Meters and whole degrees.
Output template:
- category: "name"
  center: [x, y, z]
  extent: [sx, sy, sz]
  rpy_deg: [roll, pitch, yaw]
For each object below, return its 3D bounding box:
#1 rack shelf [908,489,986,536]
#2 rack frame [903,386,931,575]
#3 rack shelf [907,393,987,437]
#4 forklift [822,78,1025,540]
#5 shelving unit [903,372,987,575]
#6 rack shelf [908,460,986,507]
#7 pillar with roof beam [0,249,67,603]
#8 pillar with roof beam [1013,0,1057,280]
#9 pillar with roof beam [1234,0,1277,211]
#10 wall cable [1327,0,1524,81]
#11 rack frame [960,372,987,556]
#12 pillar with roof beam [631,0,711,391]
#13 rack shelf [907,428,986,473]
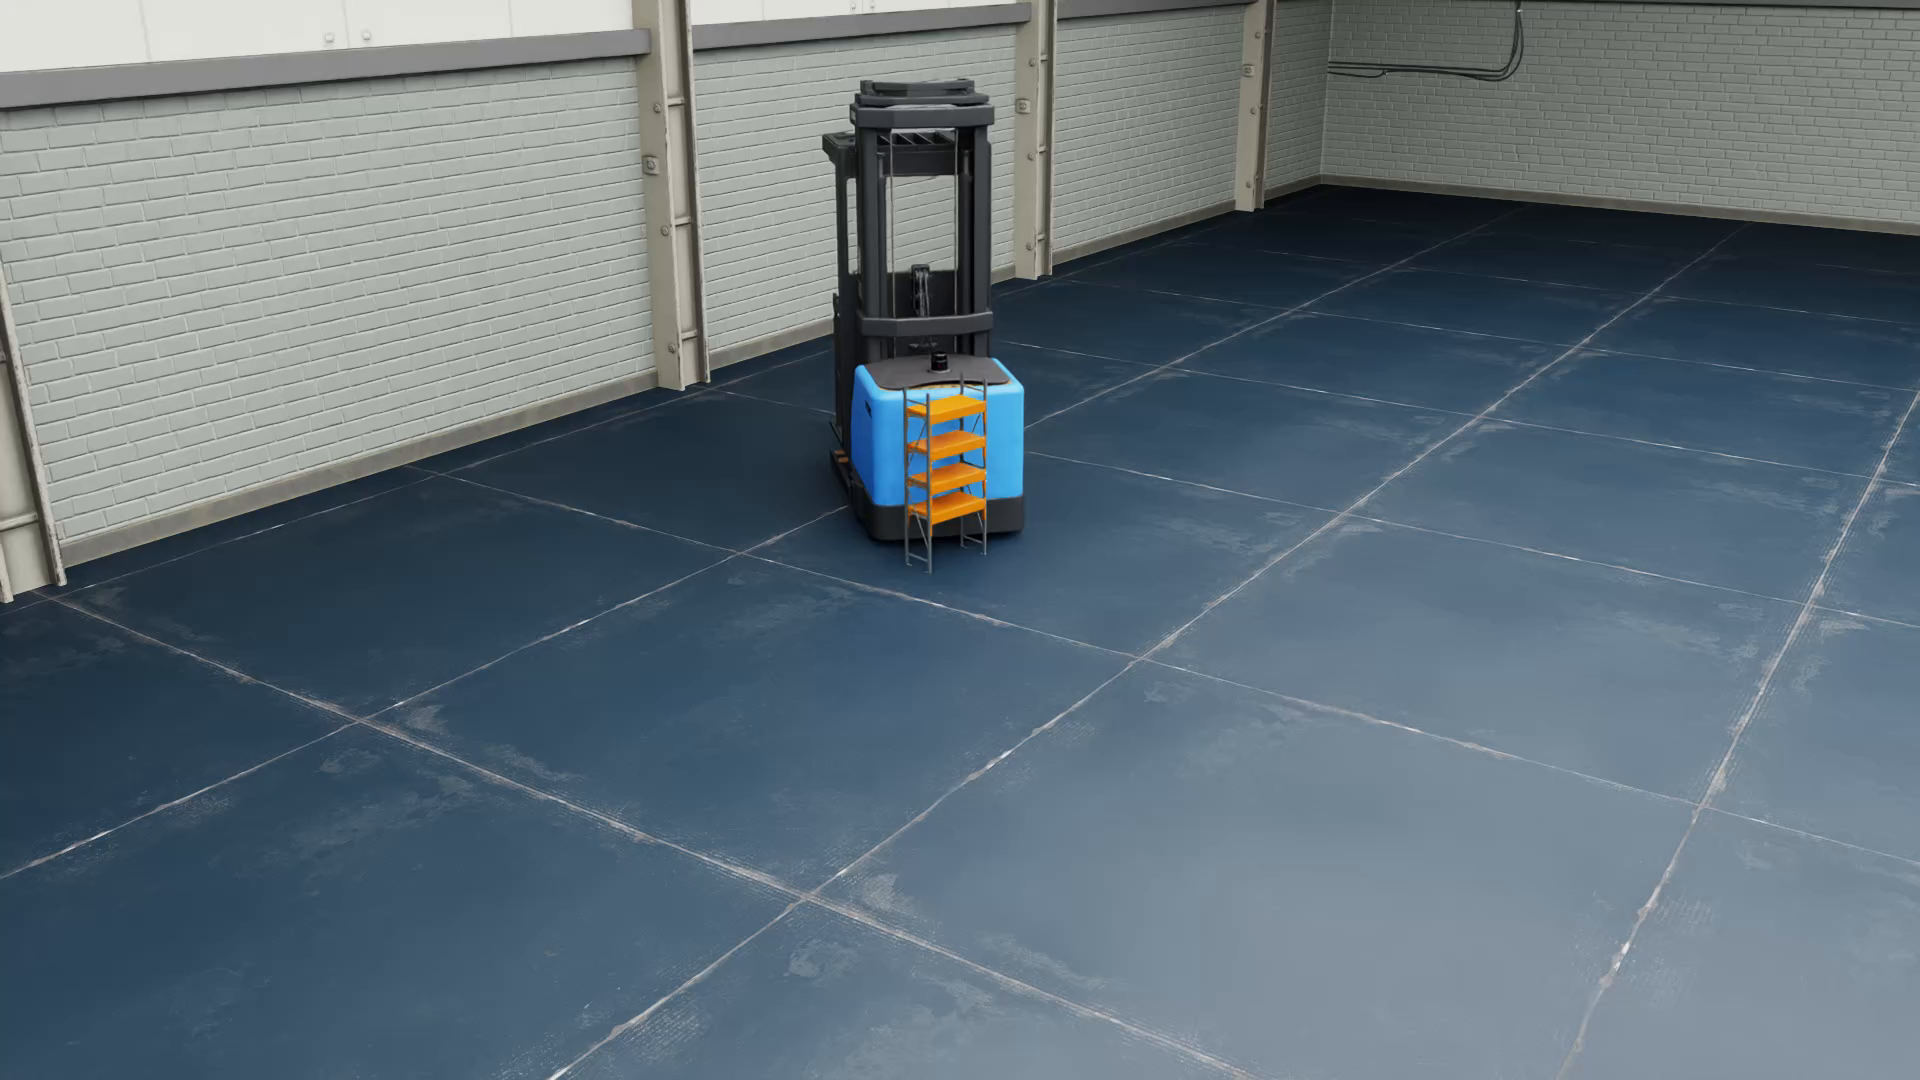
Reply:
- category: "rack shelf"
  center: [-0.092, -0.180, 10.790]
  extent: [0.480, 0.148, 0.258]
  rpy_deg: [-18, 27, -40]
- category: "rack frame"
  center: [-0.271, -0.372, 10.542]
  extent: [0.015, 1.200, 0.240]
  rpy_deg: [-18, 27, -40]
- category: "rack shelf"
  center: [-0.092, -0.798, 10.561]
  extent: [0.480, 0.148, 0.258]
  rpy_deg: [-18, 27, -40]
- category: "forklift"
  center: [-0.373, -1.848, 12.037]
  extent: [1.130, 2.935, 3.031]
  rpy_deg: [-4, 21, -11]
- category: "shelving unit"
  center: [-0.092, -0.430, 10.697]
  extent: [0.503, 1.200, 0.258]
  rpy_deg: [-18, 27, -40]
- category: "rack shelf"
  center: [-0.092, -0.367, 10.721]
  extent: [0.480, 0.148, 0.258]
  rpy_deg: [-18, 27, -40]
- category: "pillar with roof beam"
  center: [-2.323, -3.079, 6.618]
  extent: [9.100, 9.000, 0.400]
  rpy_deg: [13, 24, 32]
- category: "pillar with roof beam"
  center: [4.422, -6.522, 15.926]
  extent: [9.100, 9.000, 0.400]
  rpy_deg: [13, 24, 32]
- category: "pillar with roof beam"
  center: [7.795, -8.244, 20.580]
  extent: [9.100, 9.000, 0.400]
  rpy_deg: [13, 24, 32]
- category: "wall cable"
  center: [6.985, -8.214, 24.976]
  extent: [3.097, 2.526, 0.112]
  rpy_deg: [13, 24, 32]
- category: "rack frame"
  center: [0.088, -0.487, 10.853]
  extent: [0.015, 1.200, 0.240]
  rpy_deg: [-18, 27, -40]
- category: "pillar with roof beam"
  center: [1.050, -4.801, 11.272]
  extent: [9.100, 9.000, 0.400]
  rpy_deg: [13, 24, 32]
- category: "rack shelf"
  center: [-0.092, -0.576, 10.643]
  extent: [0.480, 0.148, 0.258]
  rpy_deg: [-18, 27, -40]
